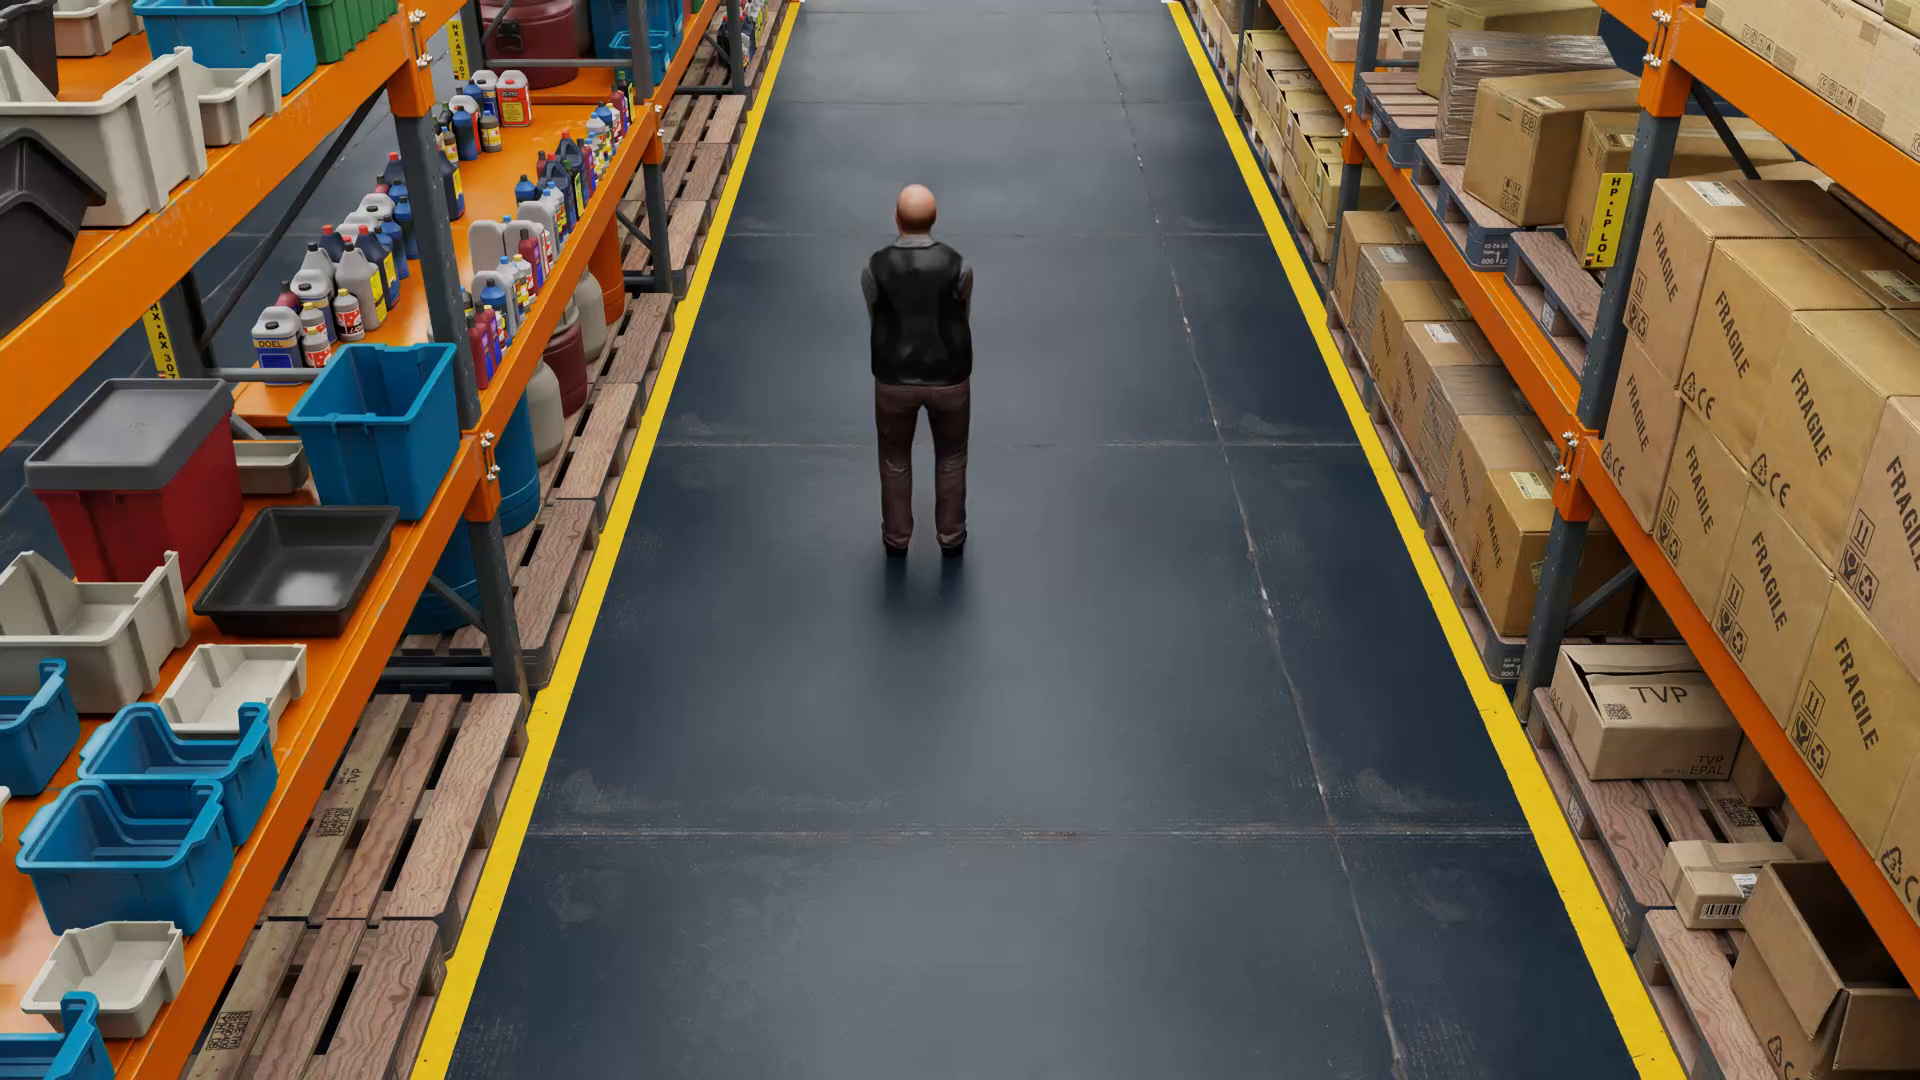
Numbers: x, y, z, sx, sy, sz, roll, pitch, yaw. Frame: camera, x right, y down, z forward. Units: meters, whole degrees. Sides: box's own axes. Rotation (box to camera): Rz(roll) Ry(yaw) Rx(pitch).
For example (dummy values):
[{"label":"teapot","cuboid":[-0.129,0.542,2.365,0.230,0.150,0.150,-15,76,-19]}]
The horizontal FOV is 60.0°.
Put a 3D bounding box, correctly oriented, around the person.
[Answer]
[{"label":"person","cuboid":[-0.185,-0.751,7.406,0.487,1.713,0.575,-1,31,-1]}]
